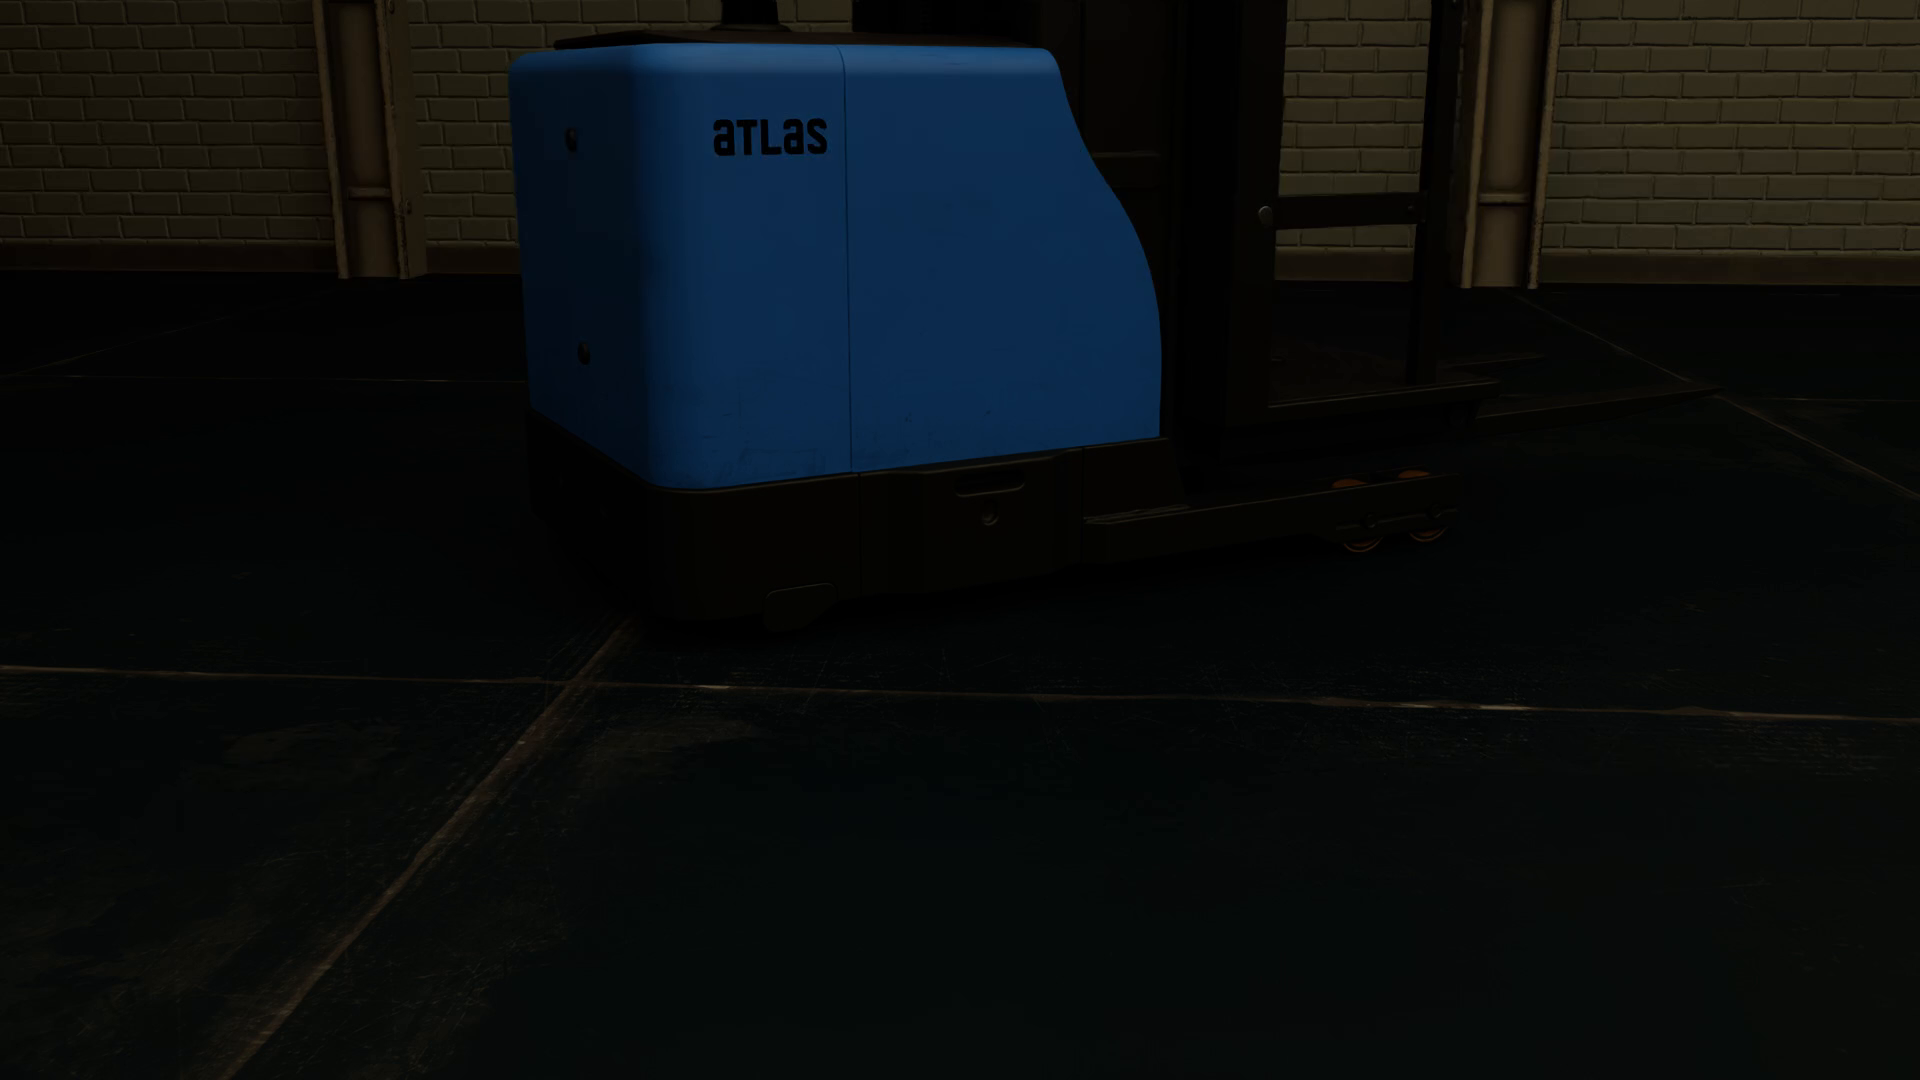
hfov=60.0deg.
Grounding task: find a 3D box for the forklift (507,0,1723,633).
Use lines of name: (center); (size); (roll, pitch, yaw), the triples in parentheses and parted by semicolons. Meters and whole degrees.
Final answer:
forklift: (0.564, -1.498, 3.736); (3.031, 2.935, 1.130); (-8, 17, -27)
